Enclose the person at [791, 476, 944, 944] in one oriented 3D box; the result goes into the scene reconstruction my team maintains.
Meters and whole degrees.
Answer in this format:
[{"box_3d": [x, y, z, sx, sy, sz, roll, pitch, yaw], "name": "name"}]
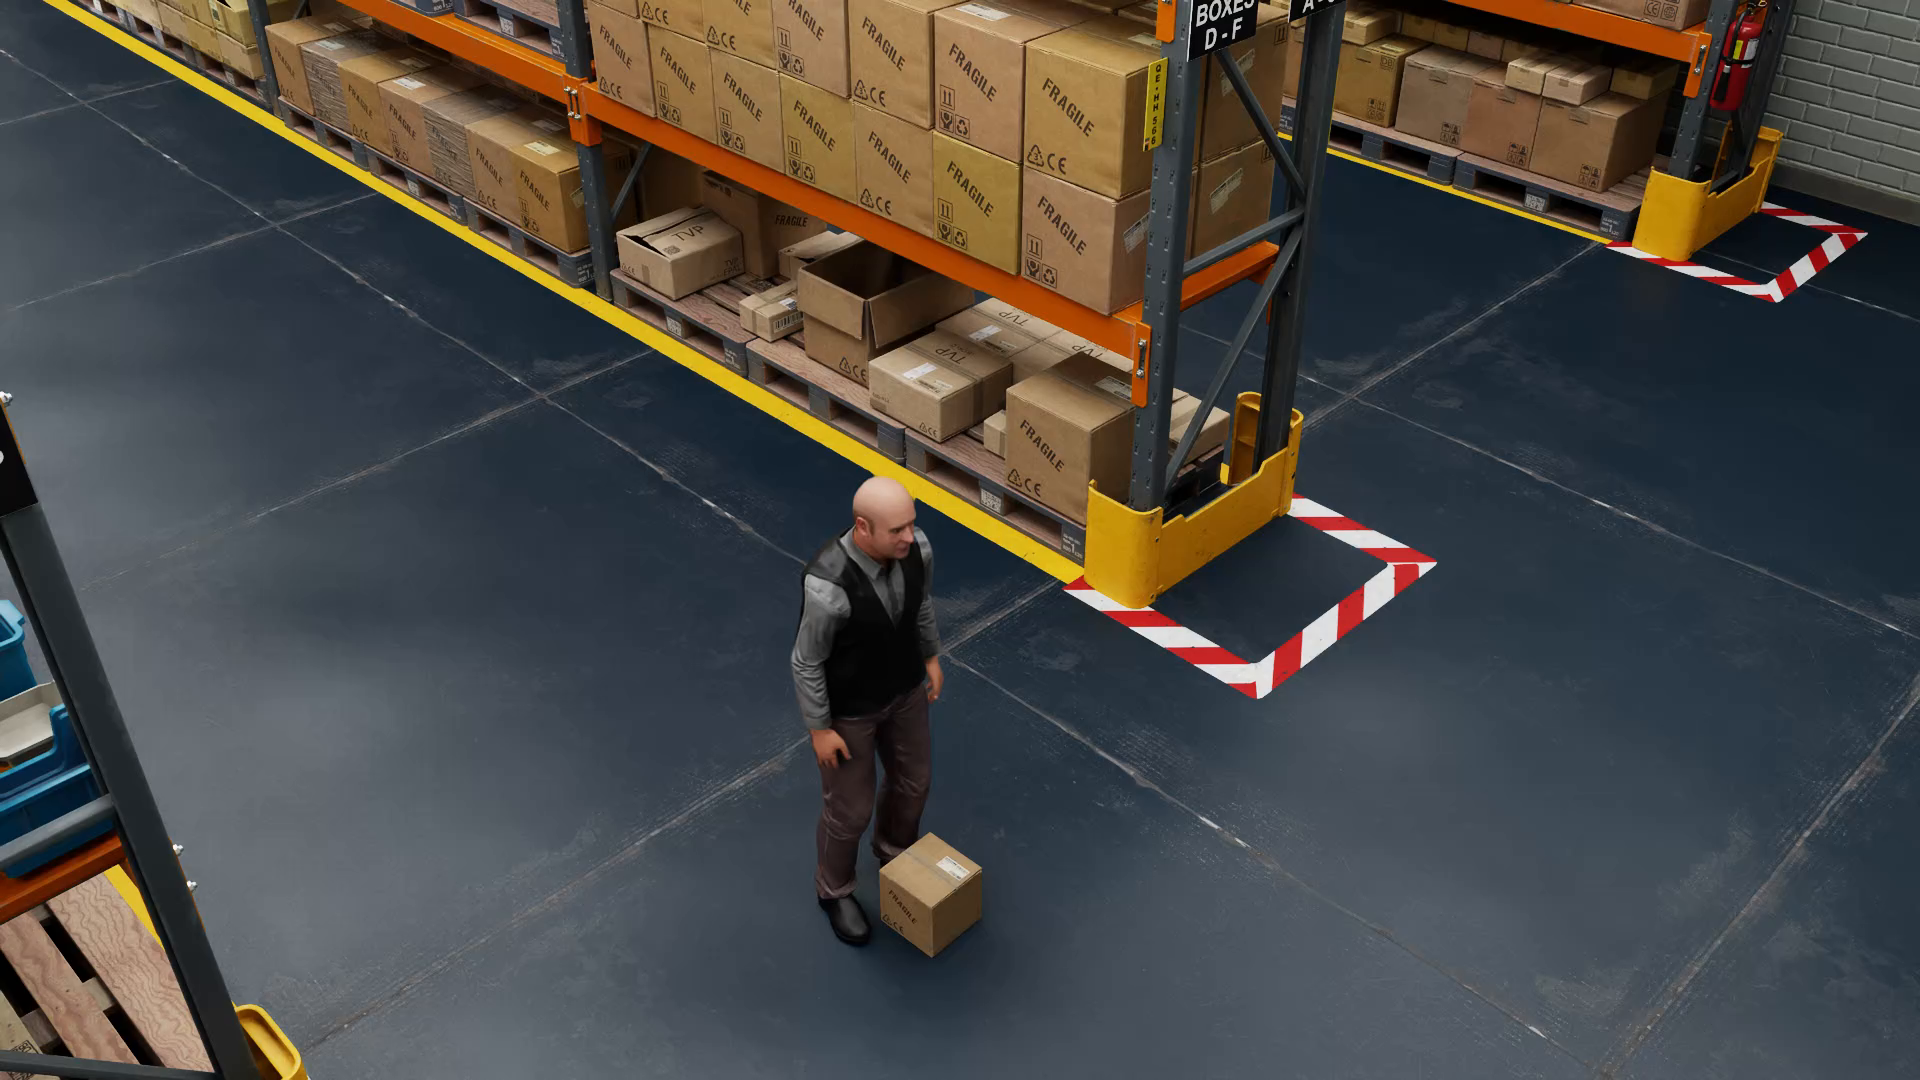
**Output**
[{"box_3d": [-0.283, 0.515, 5.437, 0.462, 1.721, 0.588, 29, 44, 34], "name": "person"}]
